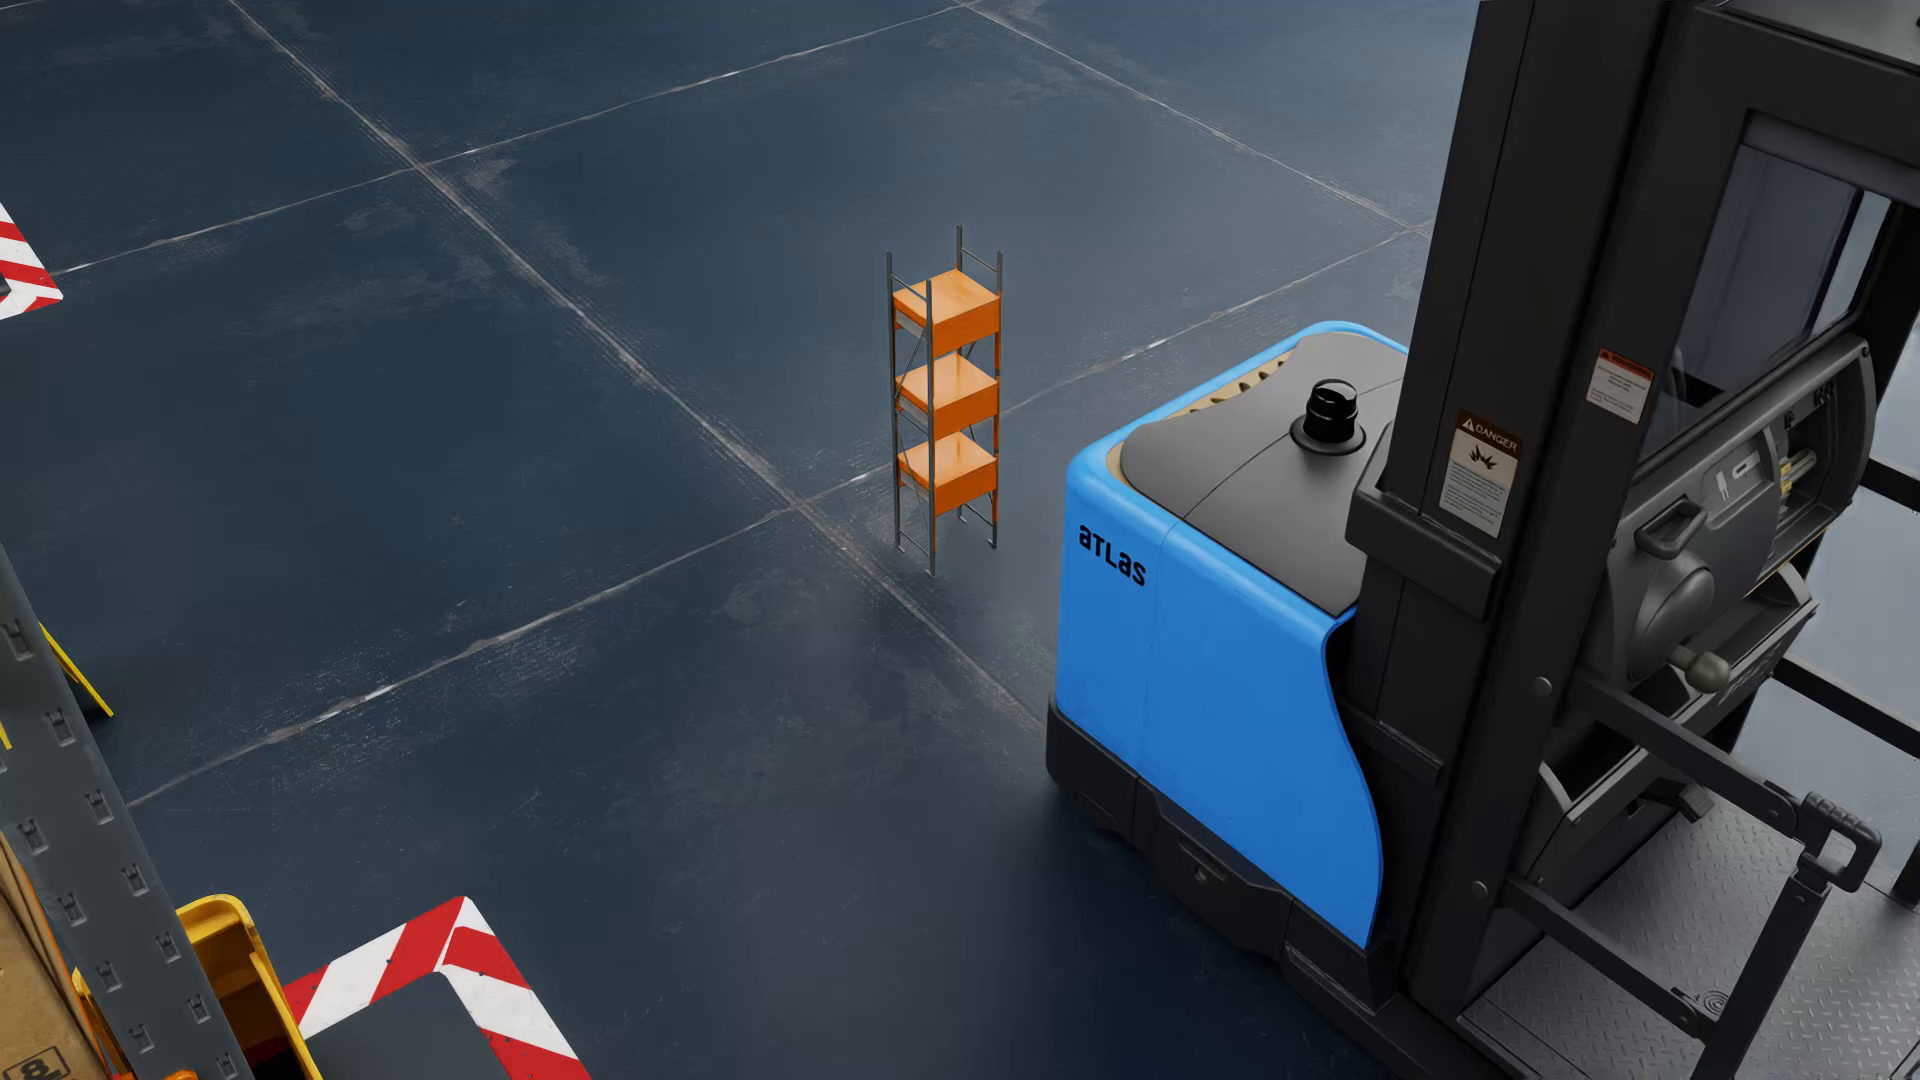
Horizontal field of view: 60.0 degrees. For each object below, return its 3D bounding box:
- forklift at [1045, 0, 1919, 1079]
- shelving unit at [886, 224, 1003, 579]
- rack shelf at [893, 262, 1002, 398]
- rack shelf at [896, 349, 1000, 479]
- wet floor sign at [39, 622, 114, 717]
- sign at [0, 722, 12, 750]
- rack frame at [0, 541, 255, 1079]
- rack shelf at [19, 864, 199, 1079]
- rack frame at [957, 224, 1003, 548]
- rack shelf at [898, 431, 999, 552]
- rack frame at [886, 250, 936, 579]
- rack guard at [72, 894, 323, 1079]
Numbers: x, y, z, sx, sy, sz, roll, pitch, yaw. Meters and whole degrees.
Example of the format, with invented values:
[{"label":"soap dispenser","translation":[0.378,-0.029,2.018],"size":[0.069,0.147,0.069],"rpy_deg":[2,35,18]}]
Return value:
[{"label":"forklift","translation":[1.572,0.015,2.921],"size":[1.130,2.935,3.031],"rpy_deg":[-29,47,-30]},{"label":"shelving unit","translation":[-0.042,-0.385,4.892],"size":[0.252,1.050,0.215],"rpy_deg":[-26,46,-28]},{"label":"rack shelf","translation":[-0.042,-0.596,4.719],"size":[0.240,0.259,0.215],"rpy_deg":[-26,46,-28]},{"label":"rack shelf","translation":[-0.042,-0.377,4.899],"size":[0.240,0.259,0.215],"rpy_deg":[-26,46,-28]},{"label":"wet floor sign","translation":[-2.544,0.237,4.452],"size":[0.267,0.644,0.232],"rpy_deg":[30,48,31]},{"label":"sign","translation":[-1.040,0.073,1.696],"size":[0.005,0.325,0.100],"rpy_deg":[-26,46,-28]},{"label":"rack frame","translation":[-1.360,0.334,2.478],"size":[0.127,3.000,1.000],"rpy_deg":[-26,46,-28]},{"label":"rack shelf","translation":[-2.946,1.385,1.764],"size":[4.000,0.370,1.077],"rpy_deg":[-26,46,-28]},{"label":"rack frame","translation":[0.054,-0.432,4.949],"size":[0.008,1.050,0.200],"rpy_deg":[-26,46,-28]},{"label":"rack shelf","translation":[-0.042,-0.162,5.075],"size":[0.240,0.259,0.215],"rpy_deg":[-26,46,-28]},{"label":"rack frame","translation":[-0.139,-0.338,4.834],"size":[0.008,1.050,0.200],"rpy_deg":[-26,46,-28]},{"label":"rack guard","translation":[-1.341,1.291,3.282],"size":[0.348,0.500,1.175],"rpy_deg":[-26,46,-28]}]
